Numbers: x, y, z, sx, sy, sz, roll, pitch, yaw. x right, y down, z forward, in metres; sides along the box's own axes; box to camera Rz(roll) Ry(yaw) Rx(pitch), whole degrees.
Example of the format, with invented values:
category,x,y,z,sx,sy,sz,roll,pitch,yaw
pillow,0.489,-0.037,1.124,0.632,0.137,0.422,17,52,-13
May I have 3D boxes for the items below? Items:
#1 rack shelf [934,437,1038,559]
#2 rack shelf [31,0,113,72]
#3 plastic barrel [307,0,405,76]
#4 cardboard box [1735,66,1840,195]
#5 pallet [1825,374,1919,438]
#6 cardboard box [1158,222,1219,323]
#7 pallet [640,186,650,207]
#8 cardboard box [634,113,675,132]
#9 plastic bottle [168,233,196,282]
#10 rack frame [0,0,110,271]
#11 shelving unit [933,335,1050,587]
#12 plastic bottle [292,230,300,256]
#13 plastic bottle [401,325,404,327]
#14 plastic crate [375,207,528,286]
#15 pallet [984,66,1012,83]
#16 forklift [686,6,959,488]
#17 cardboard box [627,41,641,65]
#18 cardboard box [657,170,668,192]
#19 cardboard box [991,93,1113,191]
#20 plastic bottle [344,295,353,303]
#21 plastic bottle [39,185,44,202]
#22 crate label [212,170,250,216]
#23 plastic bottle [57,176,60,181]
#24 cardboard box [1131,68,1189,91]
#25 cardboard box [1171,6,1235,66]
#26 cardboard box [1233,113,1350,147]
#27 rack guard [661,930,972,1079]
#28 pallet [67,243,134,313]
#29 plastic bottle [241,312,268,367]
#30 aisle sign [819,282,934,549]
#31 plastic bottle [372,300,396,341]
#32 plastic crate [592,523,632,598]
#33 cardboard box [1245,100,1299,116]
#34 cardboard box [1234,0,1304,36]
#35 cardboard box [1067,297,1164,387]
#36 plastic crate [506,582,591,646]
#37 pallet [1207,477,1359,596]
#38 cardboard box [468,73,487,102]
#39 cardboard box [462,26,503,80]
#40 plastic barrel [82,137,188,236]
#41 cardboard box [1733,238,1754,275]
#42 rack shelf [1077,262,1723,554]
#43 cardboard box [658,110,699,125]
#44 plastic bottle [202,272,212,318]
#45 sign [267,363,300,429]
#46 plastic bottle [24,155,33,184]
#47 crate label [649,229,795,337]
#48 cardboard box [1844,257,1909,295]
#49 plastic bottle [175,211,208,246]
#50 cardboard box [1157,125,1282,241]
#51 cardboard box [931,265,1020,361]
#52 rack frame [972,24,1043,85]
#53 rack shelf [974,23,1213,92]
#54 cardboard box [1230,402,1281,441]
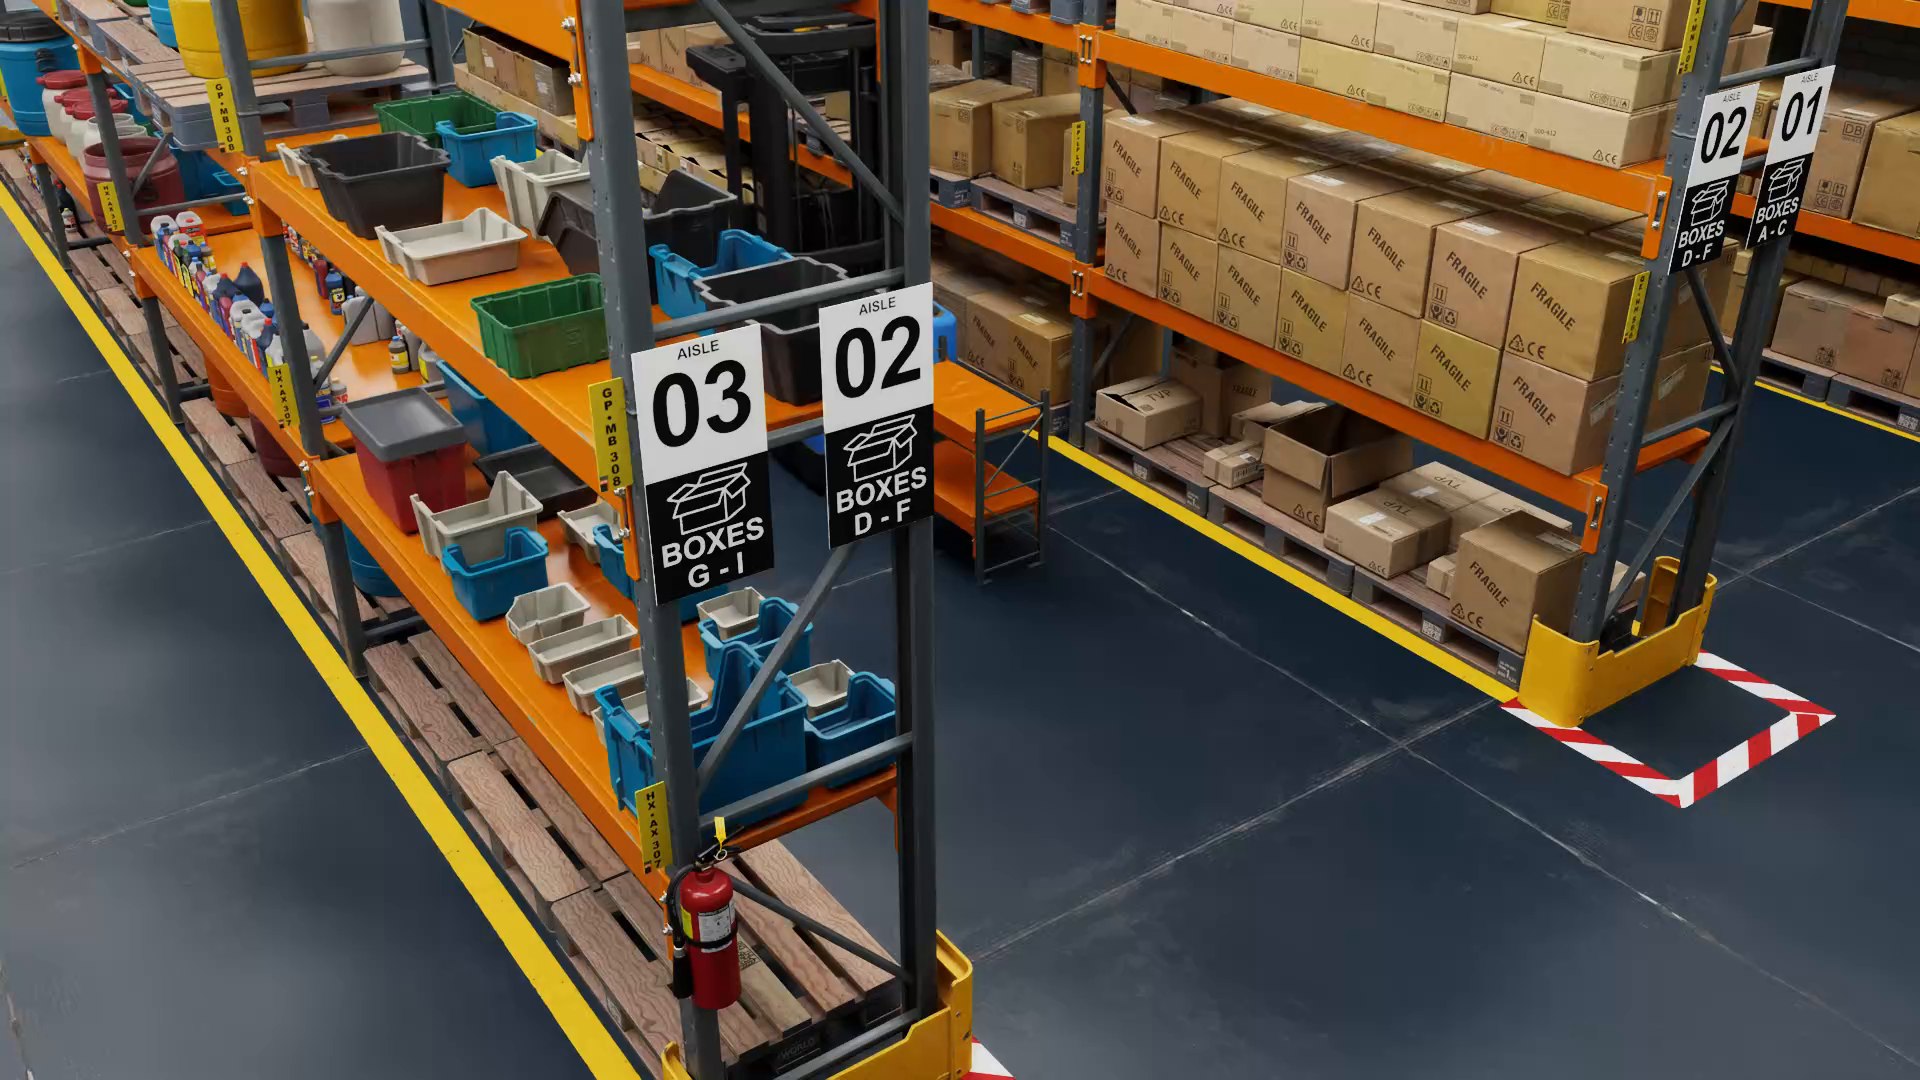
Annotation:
category,x,y,z,sx,sy,sz,roll,pitch,yaw
rack shelf,0.004,-0.277,10.093,0.538,0.278,1.000,-19,34,-31
rack shelf,-6.328,-4.065,12.202,1.077,0.370,4.000,-19,34,-31
plastic barrel,-2.949,-2.567,8.108,0.433,0.535,0.433,0,29,0
cardboard box,5.943,-3.104,12.508,0.980,0.700,0.700,-20,34,-32
pallet,7.015,-0.981,11.836,1.003,0.211,1.213,-19,34,-31
cardboard box,1.563,-1.672,10.081,0.500,0.500,0.500,-18,33,-30
pallet,-2.992,-3.709,16.858,1.003,0.211,1.213,-19,34,-31
cardboard box,-3.128,-4.007,16.339,0.500,0.311,0.500,-19,34,-31
plastic bottle,-4.912,-1.793,10.539,0.152,0.276,0.135,-19,34,-31
rack frame,-7.488,-3.840,14.178,1.000,3.000,0.127,-19,34,-31
shelving unit,0.004,-0.492,9.977,0.538,1.125,1.048,-19,34,-31
plastic bottle,-4.343,-1.981,10.963,0.097,0.201,0.097,0,29,0
plastic bottle,-3.120,-1.161,9.453,0.097,0.201,0.097,0,29,0
plastic crate,-1.928,-1.112,6.288,0.437,0.136,0.530,-19,34,-31
pallet,0.163,-5.609,20.356,1.003,0.211,1.213,-19,34,-31
forklift,-1.142,-2.294,11.403,1.130,2.935,3.031,-14,32,-24
cardboard box,-3.104,-4.699,16.022,0.380,0.149,0.250,-19,34,-31
cardboard box,-2.527,-3.363,15.741,0.500,0.250,0.500,-18,33,-30
cardboard box,0.646,-2.824,11.763,0.700,0.500,0.500,-13,31,-23
plastic bottle,-3.568,-1.337,9.776,0.097,0.201,0.097,0,29,0
plastic bottle,-8.577,-3.277,15.613,0.097,0.201,0.097,0,29,0
crate label,-5.107,-2.479,11.847,0.303,0.233,0.416,-19,34,-31
plastic bottle,-8.400,-3.305,15.577,0.061,0.283,0.133,-19,34,-31
cardboard box,2.162,-4.957,17.606,0.500,0.250,0.500,-18,33,-30
cardboard box,1.556,-2.899,9.459,0.500,0.250,0.500,-19,34,-31
cardboard box,1.993,-2.260,10.116,0.500,0.500,0.500,-19,34,-32
rack guard,-0.503,1.929,6.174,1.175,0.500,0.348,-19,34,-31
pallet,-7.001,-2.320,14.301,1.003,0.211,1.213,-19,34,-31
plastic bottle,-3.922,-1.130,9.317,0.152,0.276,0.135,-19,34,-31
aisle sign,-0.244,-0.372,5.068,0.394,0.787,0.004,-19,34,-31
plastic bottle,-3.343,-1.321,9.669,0.152,0.276,0.135,-19,34,-31
plastic crate,-1.340,0.056,7.116,0.416,0.233,0.300,-19,34,-31
cardboard box,3.222,-3.945,16.184,0.750,0.750,0.750,-19,34,-31
cardboard box,1.841,-2.923,8.979,0.500,0.250,0.500,-19,34,-31
cardboard box,1.107,-1.450,11.936,0.500,0.500,0.500,-20,35,-33
plastic crate,-1.673,0.319,6.732,0.298,0.136,0.250,-19,34,-31
pallet,2.299,-0.133,10.273,1.003,0.211,1.213,-19,34,-31
cardboard box,-5.348,-5.278,19.266,0.500,0.250,0.500,-19,34,-31
cardboard box,-5.350,-5.607,19.086,0.500,0.500,0.500,-19,34,-31
plastic barrel,-5.684,-2.442,11.460,0.600,0.536,0.708,-19,34,-31
cardboard box,5.925,-2.138,12.544,0.380,0.149,0.250,-20,34,-32
rack shelf,2.349,-1.006,9.714,1.077,0.370,4.000,-19,34,-31
cardboard box,-2.676,-4.154,16.610,0.500,0.311,0.500,-18,33,-29
plastic bottle,-4.465,-1.469,9.947,0.097,0.271,0.097,0,29,0
sign,-3.297,-0.700,8.106,0.100,0.325,0.005,-19,34,-31
plastic bottle,-9.011,-3.599,16.131,0.097,0.271,0.097,0,29,0
crate label,-0.800,-0.876,5.733,0.408,0.251,0.502,-19,34,-31
cardboard box,6.703,-1.933,12.166,0.380,0.149,0.250,-18,33,-30
plastic bottle,-5.056,-2.015,10.947,0.152,0.276,0.135,-19,34,-31
cardboard box,1.533,-2.122,9.861,0.500,0.500,0.500,-20,34,-32
cardboard box,0.099,-1.697,12.390,0.500,0.500,0.500,-18,33,-30
rack frame,0.582,-6.583,19.228,1.000,3.000,0.127,-19,34,-31
rack shelf,1.742,-5.489,17.968,1.077,0.370,4.000,-19,34,-31
cardboard box,2.017,-0.768,11.048,0.380,0.149,0.250,-19,34,-31
